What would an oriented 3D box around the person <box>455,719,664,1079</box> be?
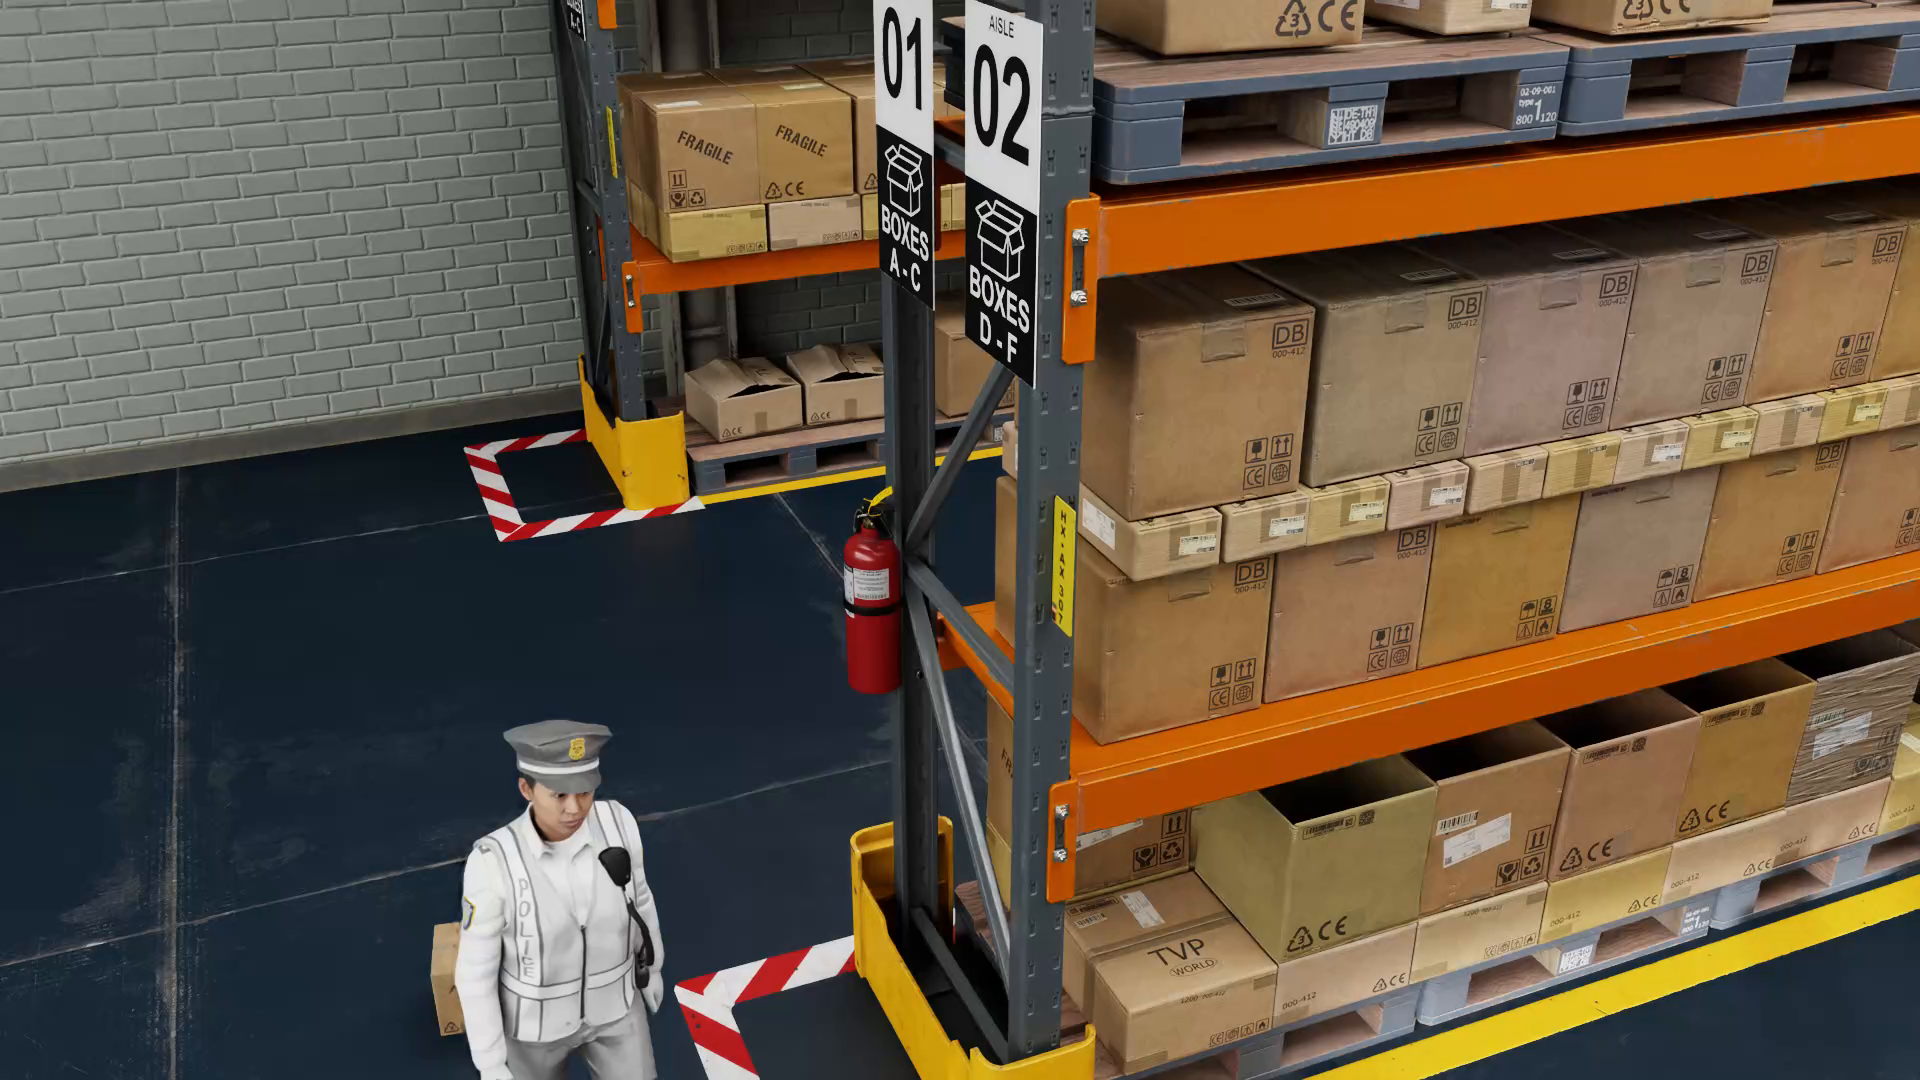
[{"bbox_3d":[-0.938,1.220,4.124,0.542,1.704,0.787,-14,29,-26],"label":"person"}]
